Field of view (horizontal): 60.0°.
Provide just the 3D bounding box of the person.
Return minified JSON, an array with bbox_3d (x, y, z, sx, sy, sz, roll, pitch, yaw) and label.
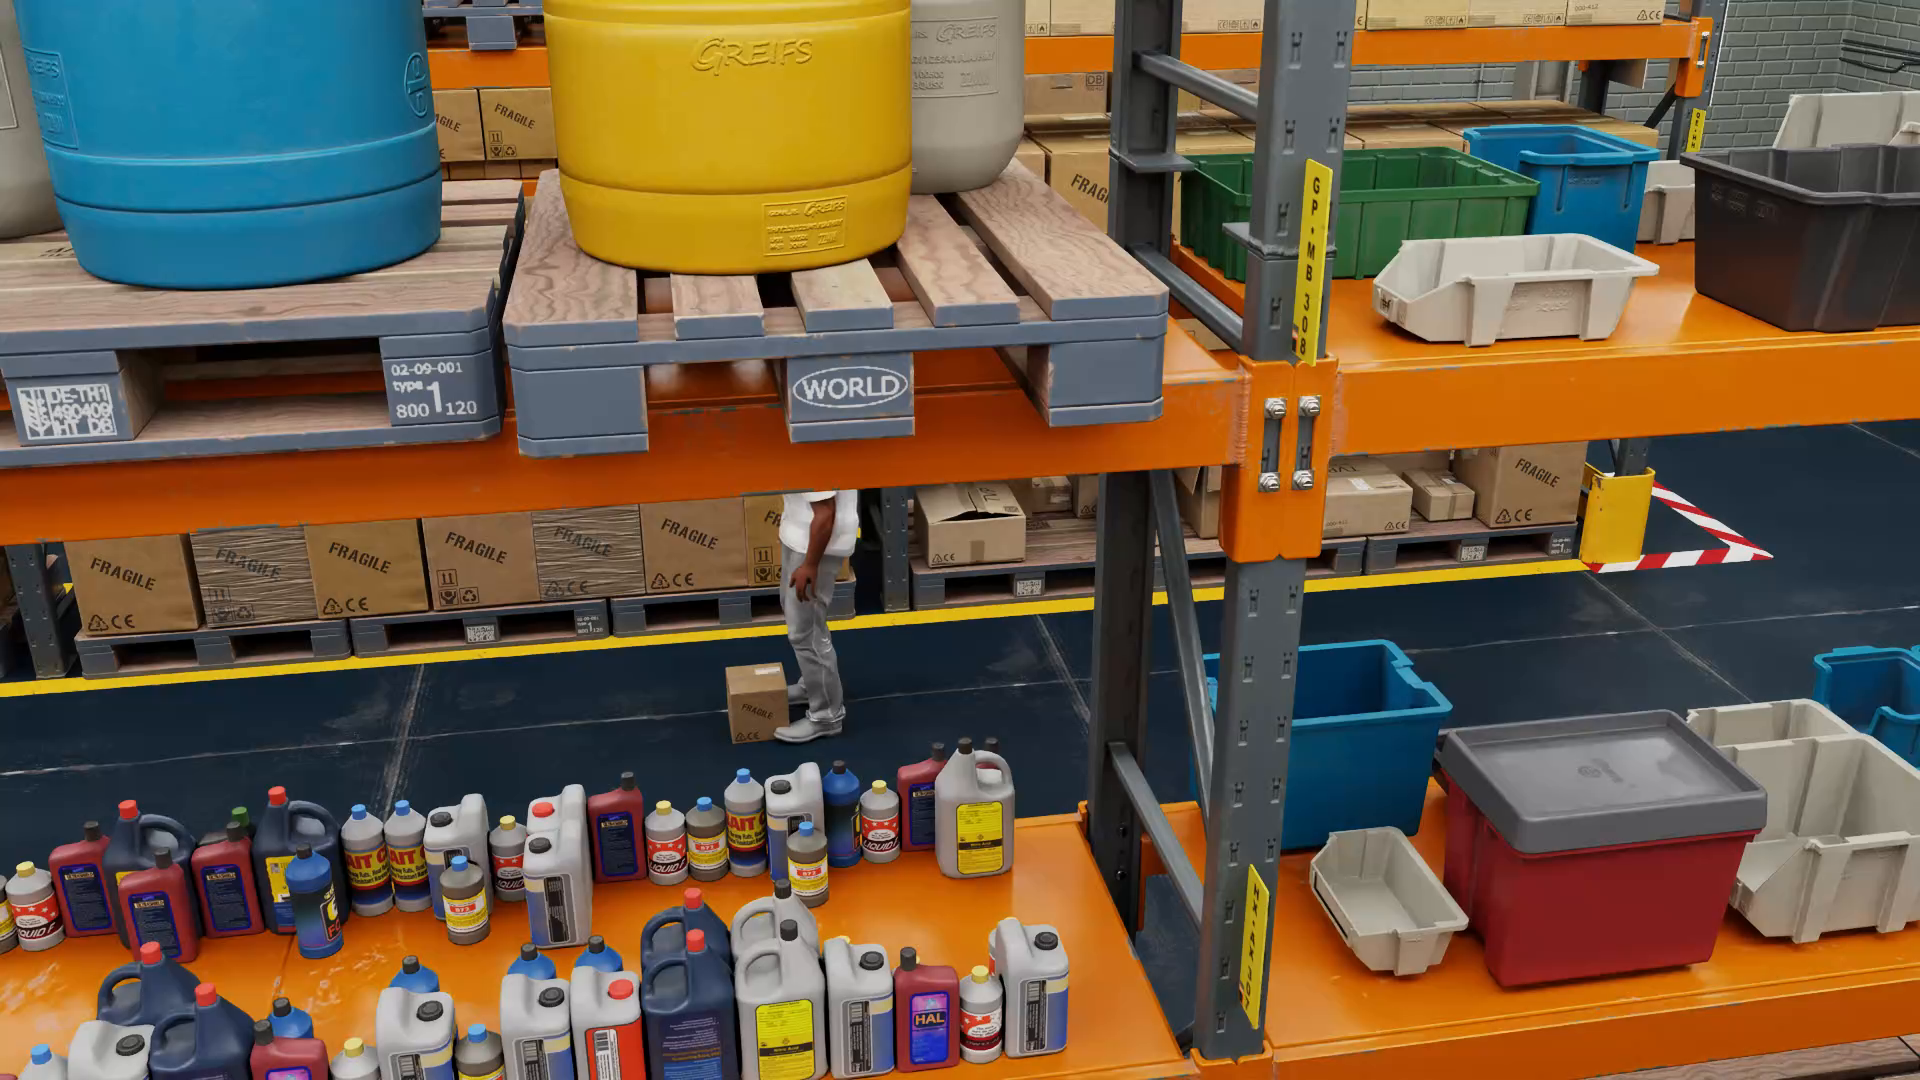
[{"bbox_3d":[-0.666,0.001,7.071,0.457,1.761,0.628,-5,24,-11],"label":"person"}]
